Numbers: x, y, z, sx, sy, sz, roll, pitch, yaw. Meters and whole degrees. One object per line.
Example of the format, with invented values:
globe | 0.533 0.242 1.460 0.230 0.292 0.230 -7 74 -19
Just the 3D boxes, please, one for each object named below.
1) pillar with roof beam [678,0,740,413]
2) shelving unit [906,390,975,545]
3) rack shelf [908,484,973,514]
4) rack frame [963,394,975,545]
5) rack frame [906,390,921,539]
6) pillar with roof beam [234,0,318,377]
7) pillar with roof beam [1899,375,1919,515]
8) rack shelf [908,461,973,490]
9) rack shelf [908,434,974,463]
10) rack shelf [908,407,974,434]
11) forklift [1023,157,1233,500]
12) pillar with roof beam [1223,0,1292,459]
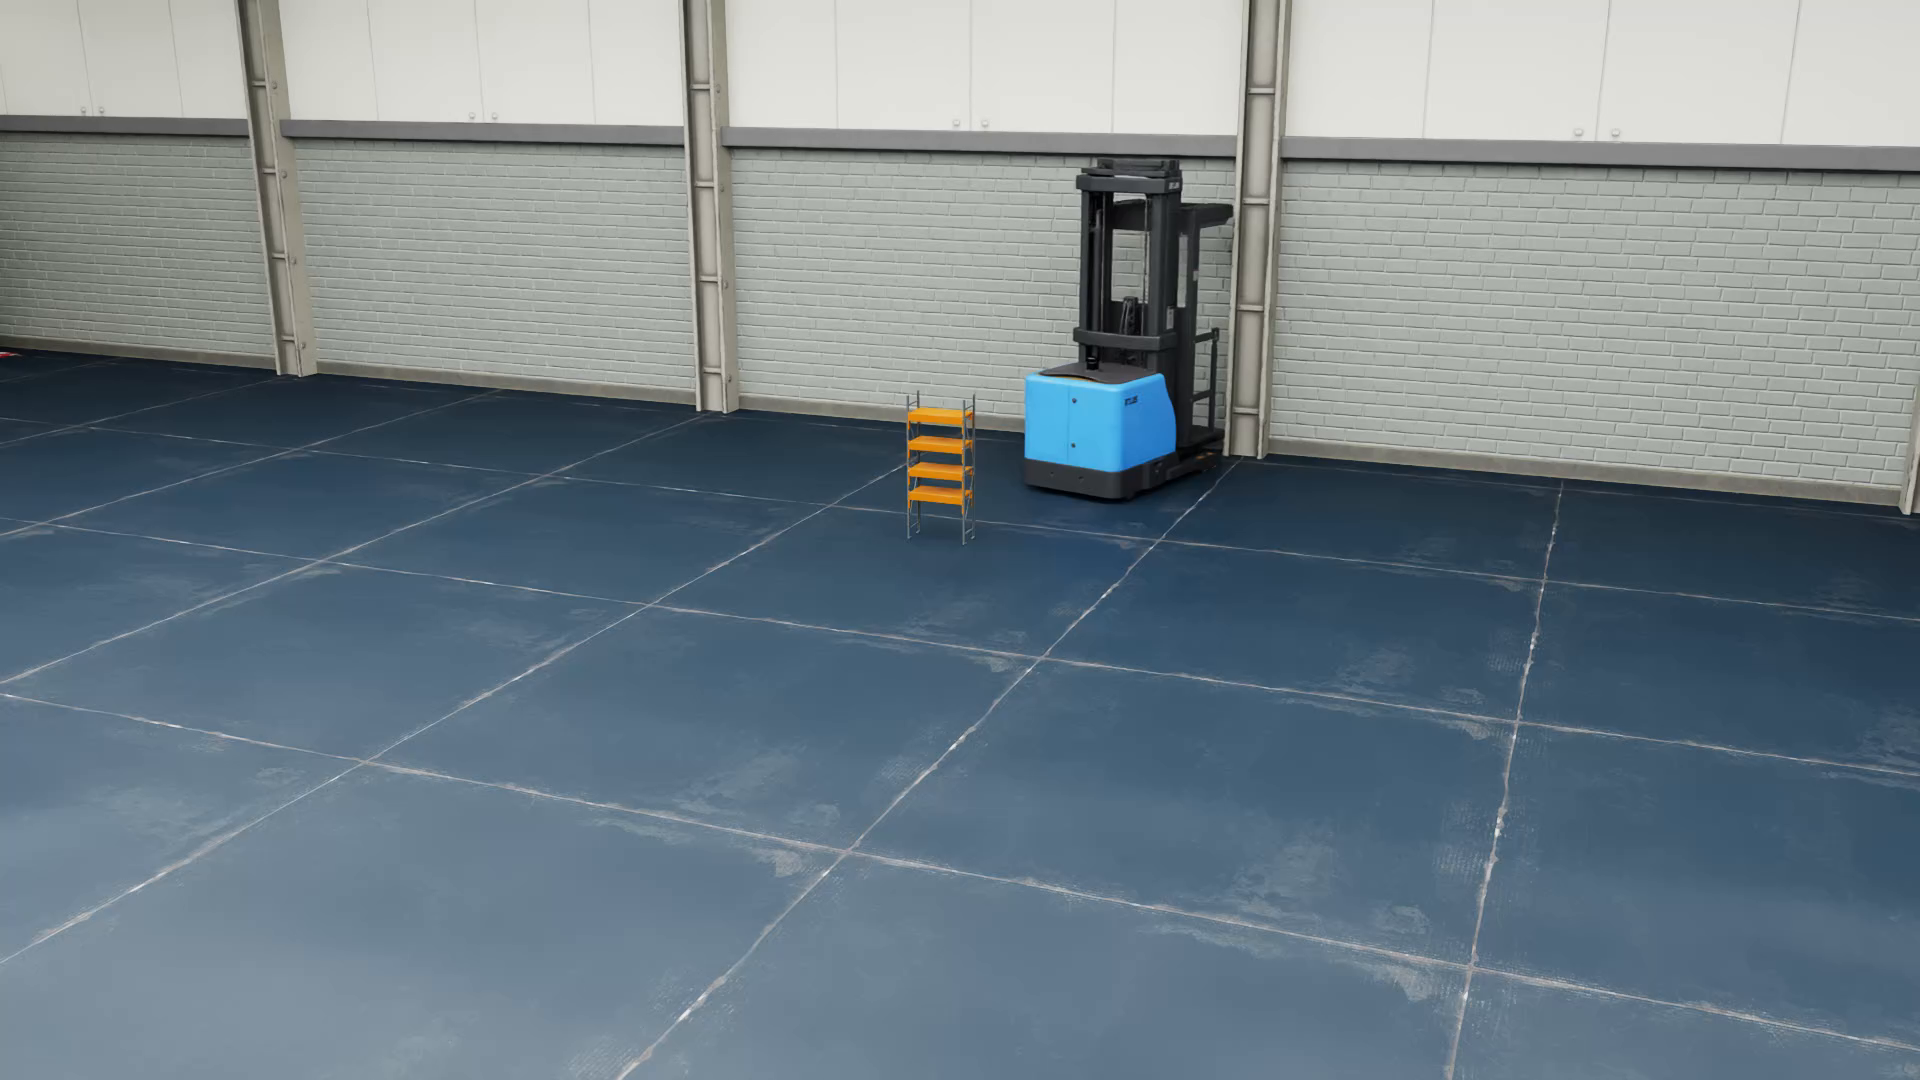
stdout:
pillar with roof beam | -4.304 -4.679 13.649 0.400 9.000 9.100 6 17 21
shelving unit | -0.154 -0.593 13.565 0.503 1.200 0.258 6 17 21
rack shelf | -0.154 -0.338 13.639 0.480 0.148 0.258 6 17 21
rack frame | 0.073 -0.568 13.479 0.015 1.200 0.240 6 17 21
rack frame | -0.381 -0.618 13.651 0.015 1.200 0.240 6 17 21
pillar with roof beam | -9.886 -5.292 15.763 0.400 9.000 9.100 6 17 21
pillar with roof beam | 6.859 -3.451 9.420 0.400 9.000 9.100 6 17 21
rack shelf | -0.154 -0.529 13.583 0.480 0.148 0.258 6 17 21
rack shelf | -0.154 -0.743 13.521 0.480 0.148 0.258 6 17 21
rack shelf | -0.154 -0.971 13.455 0.480 0.148 0.258 6 17 21
forklift | 1.851 -2.117 15.710 1.130 2.935 3.031 12 20 35
pillar with roof beam | 1.278 -4.065 11.534 0.400 9.000 9.100 6 17 21
